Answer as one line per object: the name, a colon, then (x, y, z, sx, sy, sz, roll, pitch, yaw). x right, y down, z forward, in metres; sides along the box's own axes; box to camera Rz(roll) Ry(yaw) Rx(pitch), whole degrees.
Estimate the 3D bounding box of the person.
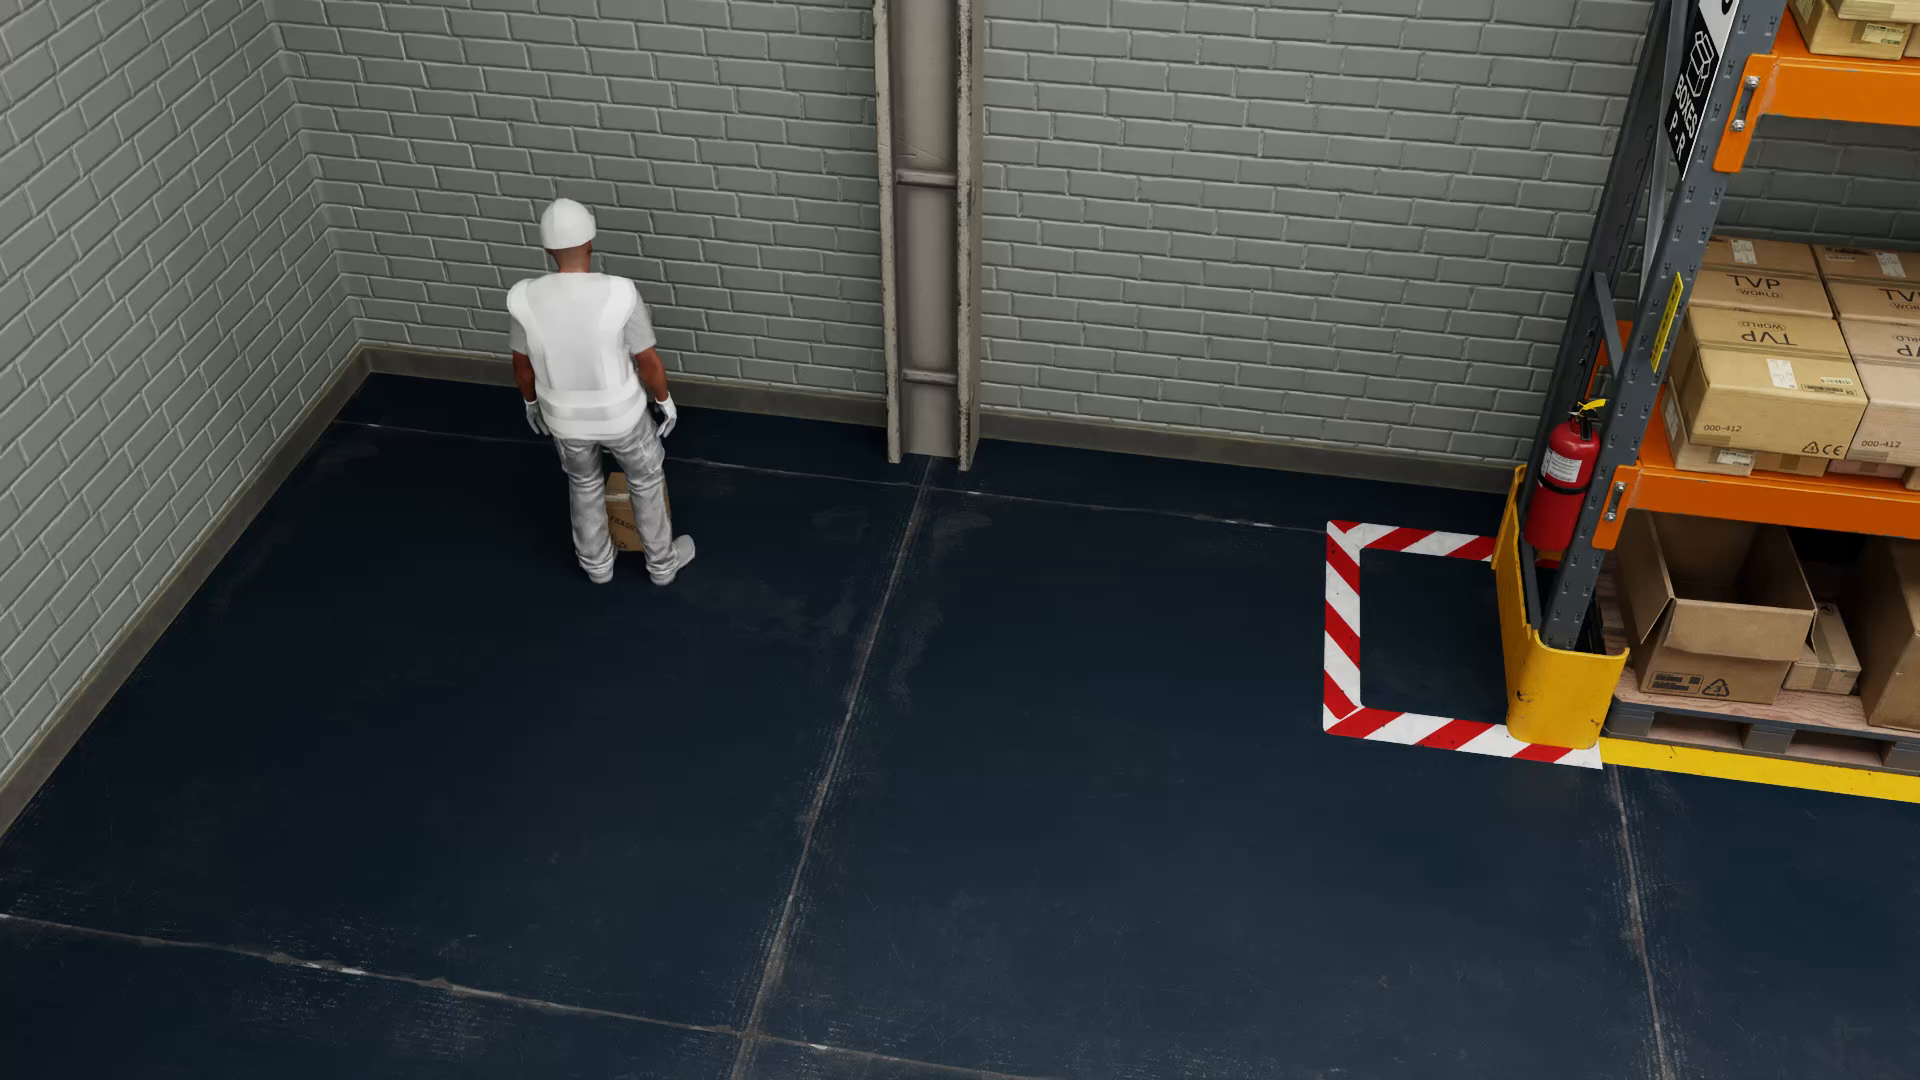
person: (-1.478, -0.555, 6.807, 0.619, 1.771, 0.450, 2, 40, 2)
